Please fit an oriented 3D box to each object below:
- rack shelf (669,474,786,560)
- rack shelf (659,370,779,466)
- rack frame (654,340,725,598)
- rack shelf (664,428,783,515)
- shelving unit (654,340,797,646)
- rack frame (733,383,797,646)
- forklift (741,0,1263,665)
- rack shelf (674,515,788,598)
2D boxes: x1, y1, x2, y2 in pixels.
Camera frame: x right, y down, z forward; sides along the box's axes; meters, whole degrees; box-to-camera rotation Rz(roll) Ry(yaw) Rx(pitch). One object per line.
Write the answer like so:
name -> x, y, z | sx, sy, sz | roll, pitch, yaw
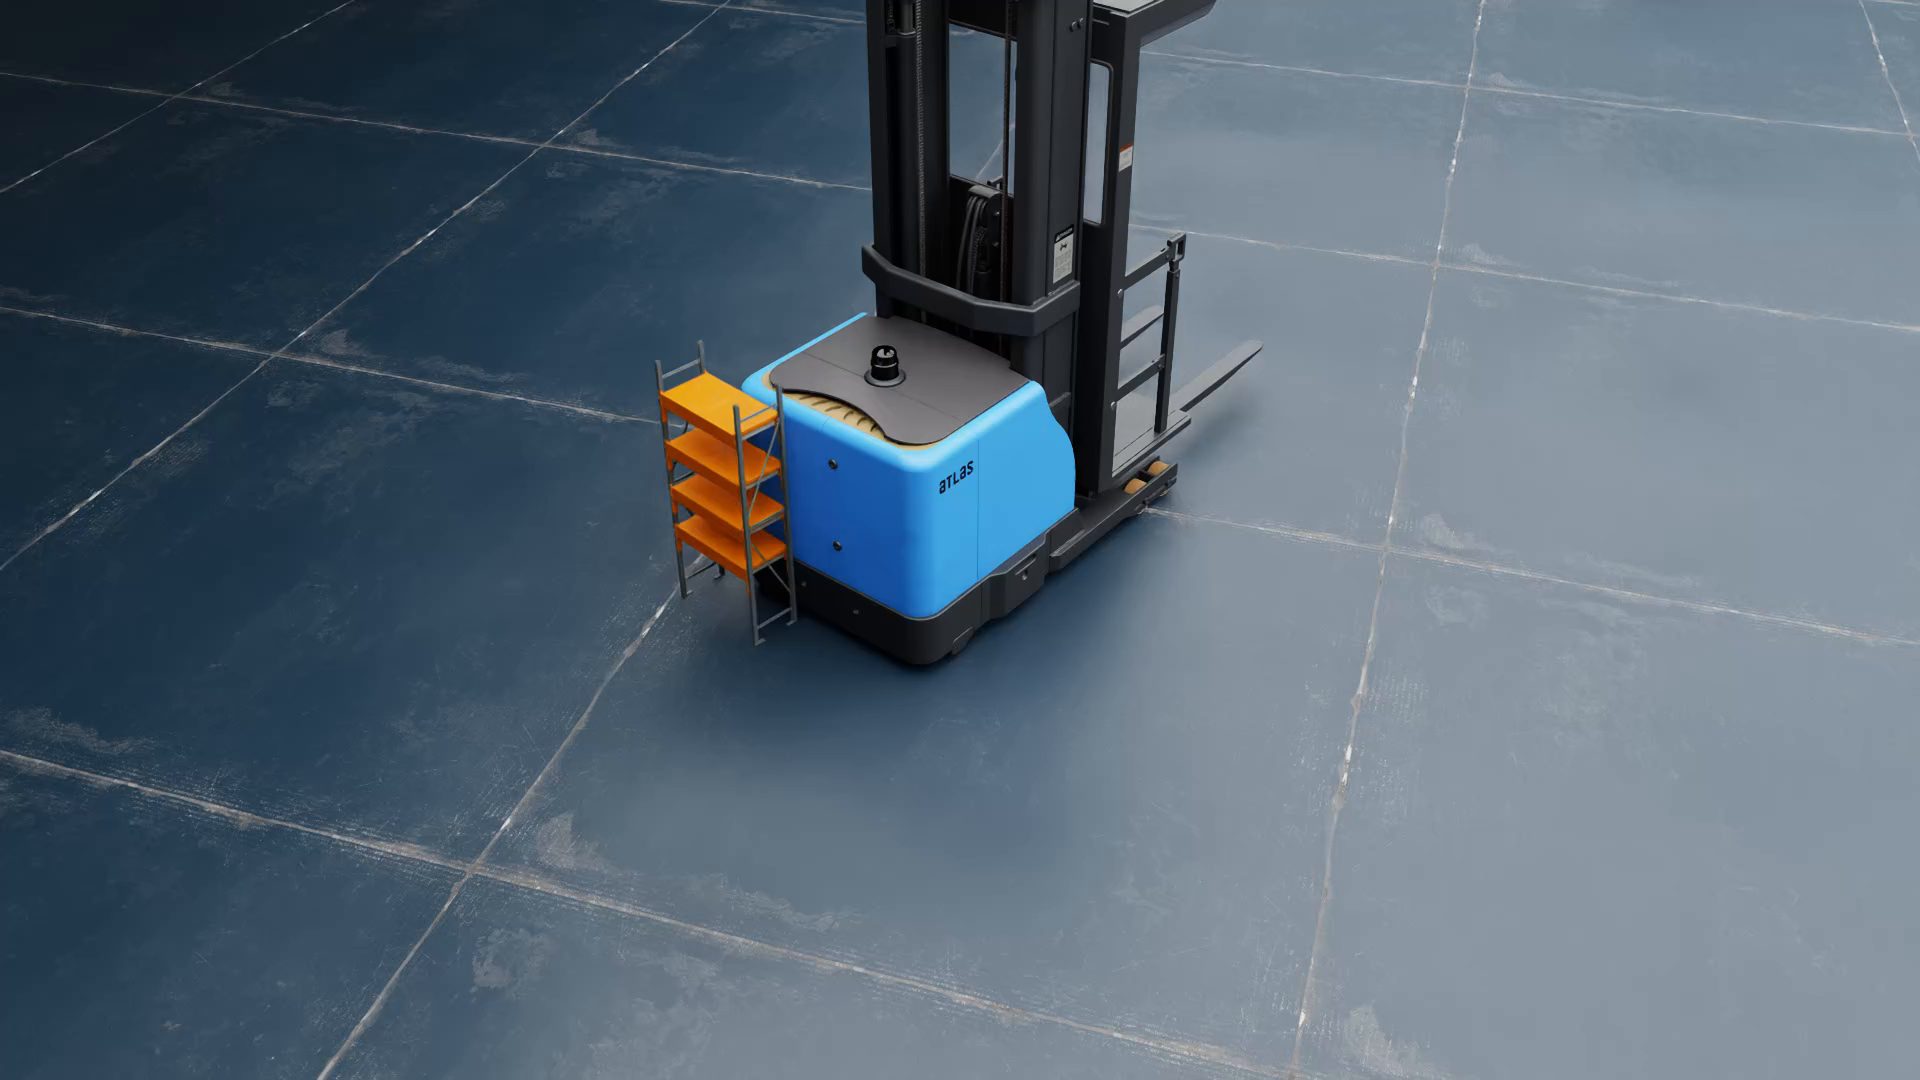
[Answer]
rack shelf -> -0.972, -0.128, 7.023 | 0.480, 0.148, 0.258 | 30, 45, 34
rack shelf -> -0.969, -0.501, 6.753 | 0.480, 0.148, 0.258 | 30, 45, 34
rack frame -> -1.149, -0.282, 7.119 | 0.015, 1.200, 0.240 | 30, 45, 34
rack shelf -> -0.971, -0.309, 6.892 | 0.480, 0.148, 0.258 | 30, 45, 34
shelving unit -> -0.972, -0.183, 6.984 | 0.503, 1.200, 0.258 | 30, 45, 34
rack frame -> -0.796, -0.083, 6.848 | 0.015, 1.200, 0.240 | 30, 45, 34
forklift -> 0.395, -1.470, 7.275 | 1.130, 2.935, 3.031 | 26, 43, 30
rack shelf -> -0.974, 0.033, 7.140 | 0.480, 0.148, 0.258 | 30, 45, 34
